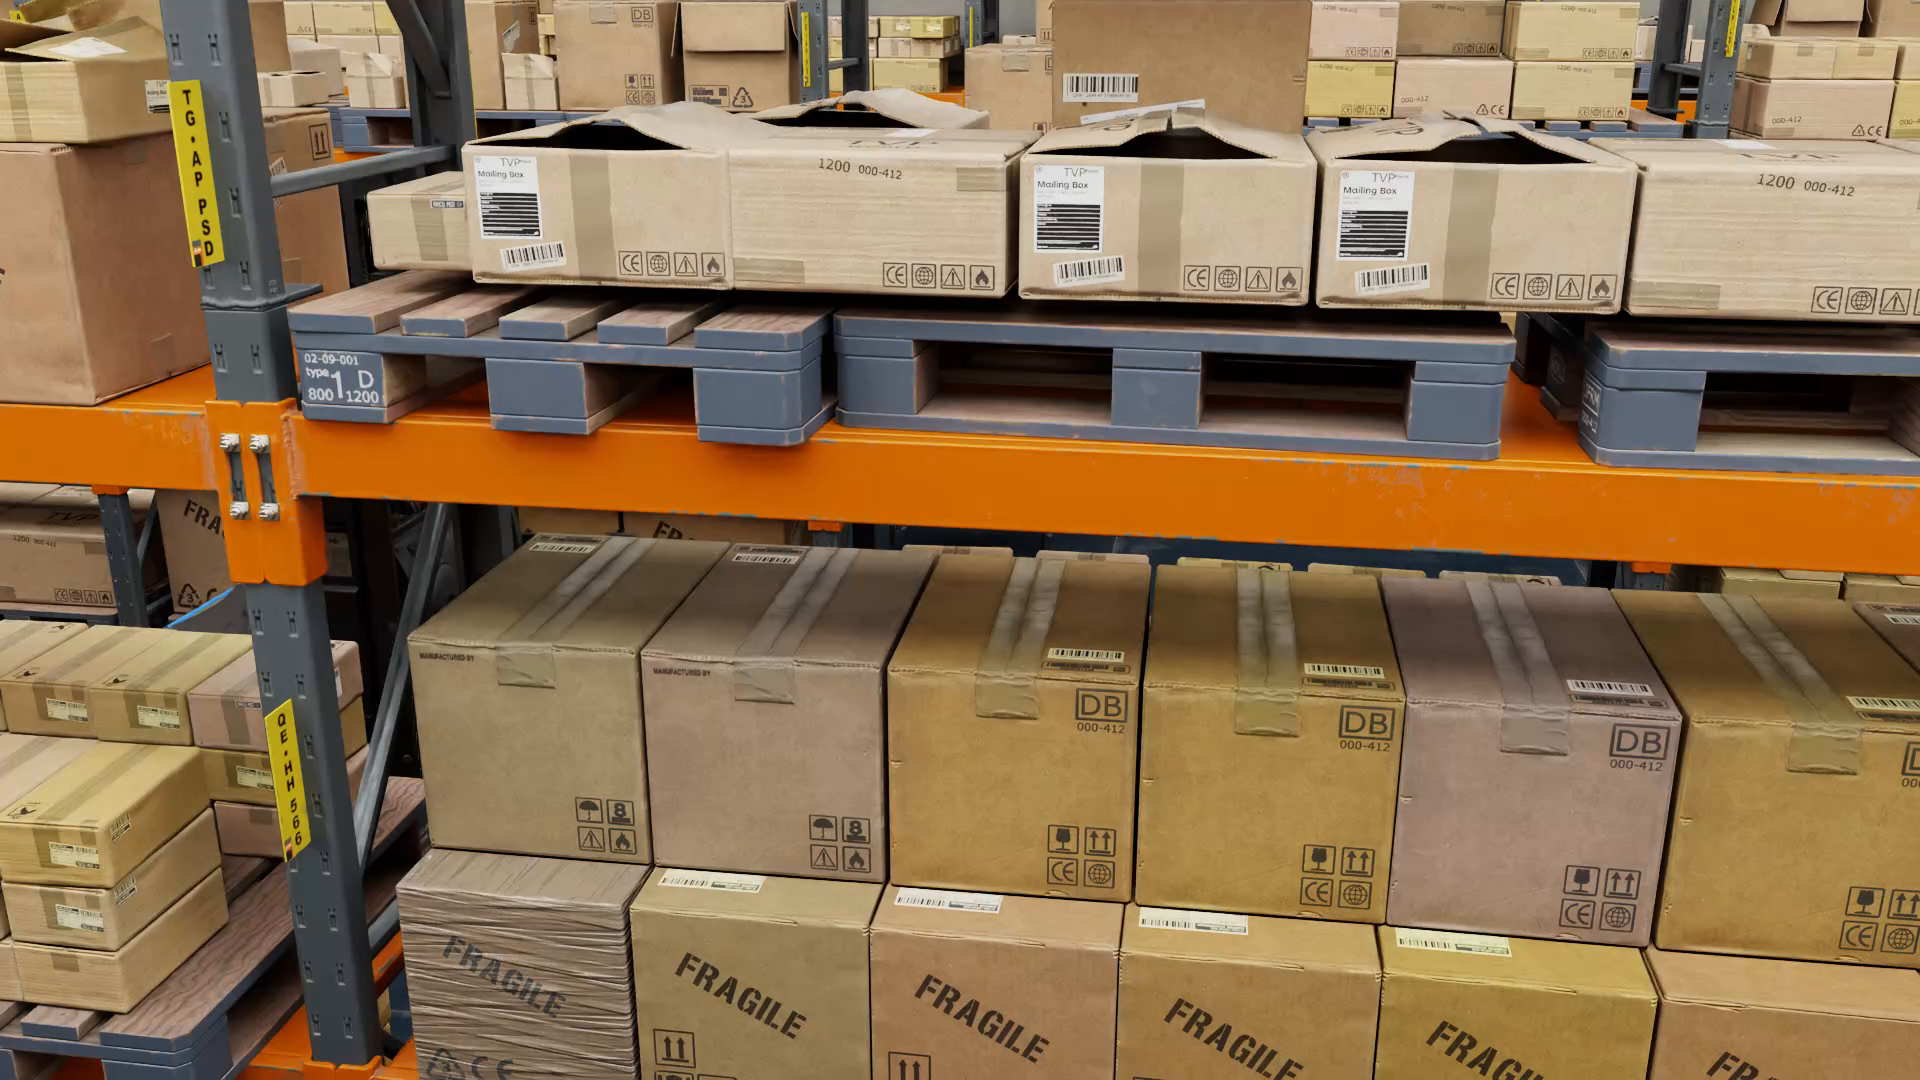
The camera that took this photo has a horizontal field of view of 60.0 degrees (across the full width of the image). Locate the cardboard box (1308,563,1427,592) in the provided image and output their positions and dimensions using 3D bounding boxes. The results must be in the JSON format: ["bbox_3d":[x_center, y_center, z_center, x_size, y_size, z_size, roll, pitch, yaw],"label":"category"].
[{"bbox_3d":[2.110,0.465,8.665,0.625,0.372,0.950,4,19,12],"label":"cardboard box"}]

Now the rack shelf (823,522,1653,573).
[{"bbox_3d":[1.364,-0.281,8.548,4.000,0.370,1.077,3,19,9],"label":"rack shelf"}]

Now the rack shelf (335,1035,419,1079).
[{"bbox_3d":[0.678,1.275,3.898,4.000,0.370,1.077,3,19,9],"label":"rack shelf"}]

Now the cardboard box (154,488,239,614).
[{"bbox_3d":[-3.936,-0.109,9.589,0.875,0.875,0.875,4,19,10],"label":"cardboard box"}]

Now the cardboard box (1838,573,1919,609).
[{"bbox_3d":[4.408,0.366,7.973,0.500,0.500,0.500,4,19,11],"label":"cardboard box"}]

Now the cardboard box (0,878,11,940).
[{"bbox_3d":[-2.120,0.717,3.697,0.250,0.149,0.380,4,19,11],"label":"cardboard box"}]

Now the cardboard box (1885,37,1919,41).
[{"bbox_3d":[4.474,-2.253,7.721,0.250,0.149,0.380,3,19,10],"label":"cardboard box"}]

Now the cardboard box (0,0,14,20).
[{"bbox_3d":[-5.108,-2.736,9.047,0.500,0.500,0.500,3,19,10],"label":"cardboard box"}]

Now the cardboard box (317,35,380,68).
[{"bbox_3d":[-4.808,-3.940,13.392,0.500,0.250,0.500,2,19,7],"label":"cardboard box"}]

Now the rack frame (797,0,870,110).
[{"bbox_3d":[-0.611,-3.567,7.783,0.127,3.000,1.000,3,19,9],"label":"rack frame"}]

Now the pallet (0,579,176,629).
[{"bbox_3d":[-5.299,0.336,9.967,1.213,0.211,1.003,3,19,9],"label":"pallet"}]

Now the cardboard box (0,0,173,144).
[{"bbox_3d":[-1.737,-0.938,3.289,0.258,0.266,0.396,3,19,9],"label":"cardboard box"}]

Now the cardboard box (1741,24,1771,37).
[{"bbox_3d":[5.539,-3.512,11.737,0.258,0.266,0.396,2,19,7],"label":"cardboard box"}]

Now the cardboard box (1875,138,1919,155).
[{"bbox_3d":[1.930,-0.549,2.905,0.500,0.250,0.500,3,19,9],"label":"cardboard box"}]

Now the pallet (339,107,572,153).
[{"bbox_3d":[-2.360,-2.126,8.501,1.213,0.211,1.003,4,19,11],"label":"pallet"}]

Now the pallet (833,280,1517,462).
[{"bbox_3d":[0.452,-0.428,3.426,1.213,0.211,1.003,4,19,11],"label":"pallet"}]

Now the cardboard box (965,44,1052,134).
[{"bbox_3d":[0.323,-2.141,8.091,0.500,0.500,0.700,3,19,9],"label":"cardboard box"}]

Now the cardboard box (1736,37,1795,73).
[{"bbox_3d":[3.686,-2.255,7.727,0.250,0.149,0.380,3,19,10],"label":"cardboard box"}]

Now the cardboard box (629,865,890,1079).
[{"bbox_3d":[-0.394,0.918,3.675,0.500,0.500,0.500,3,19,8],"label":"cardboard box"}]

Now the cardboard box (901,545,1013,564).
[{"bbox_3d":[-0.055,0.356,8.991,0.625,0.372,0.950,2,19,5],"label":"cardboard box"}]

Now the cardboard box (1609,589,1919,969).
[{"bbox_3d":[1.654,0.465,3.453,0.500,0.500,0.700,3,19,8],"label":"cardboard box"}]

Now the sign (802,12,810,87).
[{"bbox_3d":[-0.707,-2.254,7.646,0.005,0.325,0.100,3,19,9],"label":"sign"}]

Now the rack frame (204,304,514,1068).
[{"bbox_3d":[-1.296,0.833,4.085,0.127,3.000,1.000,3,19,9],"label":"rack frame"}]

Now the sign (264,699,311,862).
[{"bbox_3d":[-1.373,0.492,3.404,0.005,0.325,0.100,3,19,9],"label":"sign"}]

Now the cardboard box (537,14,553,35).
[{"bbox_3d":[-3.277,-4.026,12.990,0.250,0.149,0.380,3,19,10],"label":"cardboard box"}]

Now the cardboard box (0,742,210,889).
[{"bbox_3d":[-1.853,0.590,3.608,0.250,0.149,0.380,2,19,6],"label":"cardboard box"}]

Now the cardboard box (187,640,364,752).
[{"bbox_3d":[-1.726,0.387,4.215,0.250,0.149,0.380,3,19,9],"label":"cardboard box"}]

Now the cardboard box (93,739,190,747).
[{"bbox_3d":[-2.010,0.512,4.310,0.250,0.149,0.380,4,19,11],"label":"cardboard box"}]

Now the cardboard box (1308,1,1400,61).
[{"bbox_3d":[1.735,-2.342,7.636,0.500,0.250,0.500,3,19,10],"label":"cardboard box"}]

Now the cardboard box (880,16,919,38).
[{"bbox_3d":[-0.457,-3.930,12.734,0.250,0.149,0.380,2,19,7],"label":"cardboard box"}]

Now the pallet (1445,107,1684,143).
[{"bbox_3d":[2.746,-1.919,7.880,1.003,0.211,1.213,3,19,9],"label":"pallet"}]

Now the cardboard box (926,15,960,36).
[{"bbox_3d":[-0.147,-4.064,13.135,0.250,0.149,0.380,2,19,7],"label":"cardboard box"}]

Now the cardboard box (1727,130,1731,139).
[{"bbox_3d":[3.699,-1.904,7.936,0.250,0.149,0.380,3,19,9],"label":"cardboard box"}]

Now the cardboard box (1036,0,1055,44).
[{"bbox_3d":[0.849,-3.881,12.471,0.500,0.500,0.500,3,19,9],"label":"cardboard box"}]

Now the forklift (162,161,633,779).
[{"bbox_3d":[-1.804,0.013,6.644,3.031,2.935,1.130,3,19,9],"label":"forklift"}]

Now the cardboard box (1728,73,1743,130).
[{"bbox_3d":[3.819,-2.076,7.819,0.500,0.250,0.500,3,19,8],"label":"cardboard box"}]

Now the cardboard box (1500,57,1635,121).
[{"bbox_3d":[2.739,-2.056,7.567,0.500,0.250,0.500,3,19,8],"label":"cardboard box"}]

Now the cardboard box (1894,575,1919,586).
[{"bbox_3d":[4.500,0.085,7.789,0.250,0.149,0.380,4,19,11],"label":"cardboard box"}]

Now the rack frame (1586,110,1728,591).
[{"bbox_3d":[3.338,-0.521,8.133,0.127,3.000,1.000,3,19,9],"label":"rack frame"}]

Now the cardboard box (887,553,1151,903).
[{"bbox_3d":[0.152,0.388,3.683,0.500,0.500,0.700,3,19,8],"label":"cardboard box"}]

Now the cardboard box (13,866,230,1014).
[{"bbox_3d":[-1.856,0.873,3.702,0.250,0.149,0.380,3,19,10],"label":"cardboard box"}]

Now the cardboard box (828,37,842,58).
[{"bbox_3d":[-0.976,-3.800,12.813,0.250,0.149,0.380,3,19,9],"label":"cardboard box"}]

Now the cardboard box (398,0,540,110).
[{"bbox_3d":[-2.397,-2.389,8.170,0.500,0.500,0.500,3,19,9],"label":"cardboard box"}]

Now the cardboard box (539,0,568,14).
[{"bbox_3d":[-3.198,-4.370,13.362,0.258,0.266,0.396,3,19,9],"label":"cardboard box"}]

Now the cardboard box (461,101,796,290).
[{"bbox_3d":[-0.617,-0.688,3.226,0.500,0.311,0.500,3,19,9],"label":"cardboard box"}]

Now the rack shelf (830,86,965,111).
[{"bbox_3d":[-1.802,-3.460,13.322,4.000,0.370,1.077,3,19,9],"label":"rack shelf"}]

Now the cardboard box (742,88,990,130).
[{"bbox_3d":[-0.217,-0.835,3.664,0.500,0.311,0.500,3,19,9],"label":"cardboard box"}]

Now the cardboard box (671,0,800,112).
[{"bbox_3d":[-1.007,-2.365,8.091,0.637,0.503,0.797,2,19,5],"label":"cardboard box"}]

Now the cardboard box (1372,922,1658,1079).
[{"bbox_3d":[1.097,0.994,3.447,0.500,0.500,0.500,3,19,9],"label":"cardboard box"}]

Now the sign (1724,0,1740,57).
[{"bbox_3d":[3.254,-2.201,6.992,0.005,0.325,0.100,3,19,9],"label":"sign"}]

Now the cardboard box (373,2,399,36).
[{"bbox_3d":[-4.313,-4.158,13.256,0.500,0.250,0.500,3,19,9],"label":"cardboard box"}]

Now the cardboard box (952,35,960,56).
[{"bbox_3d":[-0.150,-3.911,13.146,0.250,0.149,0.380,3,19,9],"label":"cardboard box"}]

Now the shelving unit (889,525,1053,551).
[{"bbox_3d":[0.084,-0.707,11.052,1.048,1.500,0.538,3,19,9],"label":"shelving unit"}]

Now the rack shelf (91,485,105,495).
[{"bbox_3d":[-6.535,-0.683,9.751,4.000,0.370,1.077,3,19,9],"label":"rack shelf"}]

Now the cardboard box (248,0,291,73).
[{"bbox_3d":[-3.736,-2.458,8.374,0.500,0.500,0.500,3,19,8],"label":"cardboard box"}]
